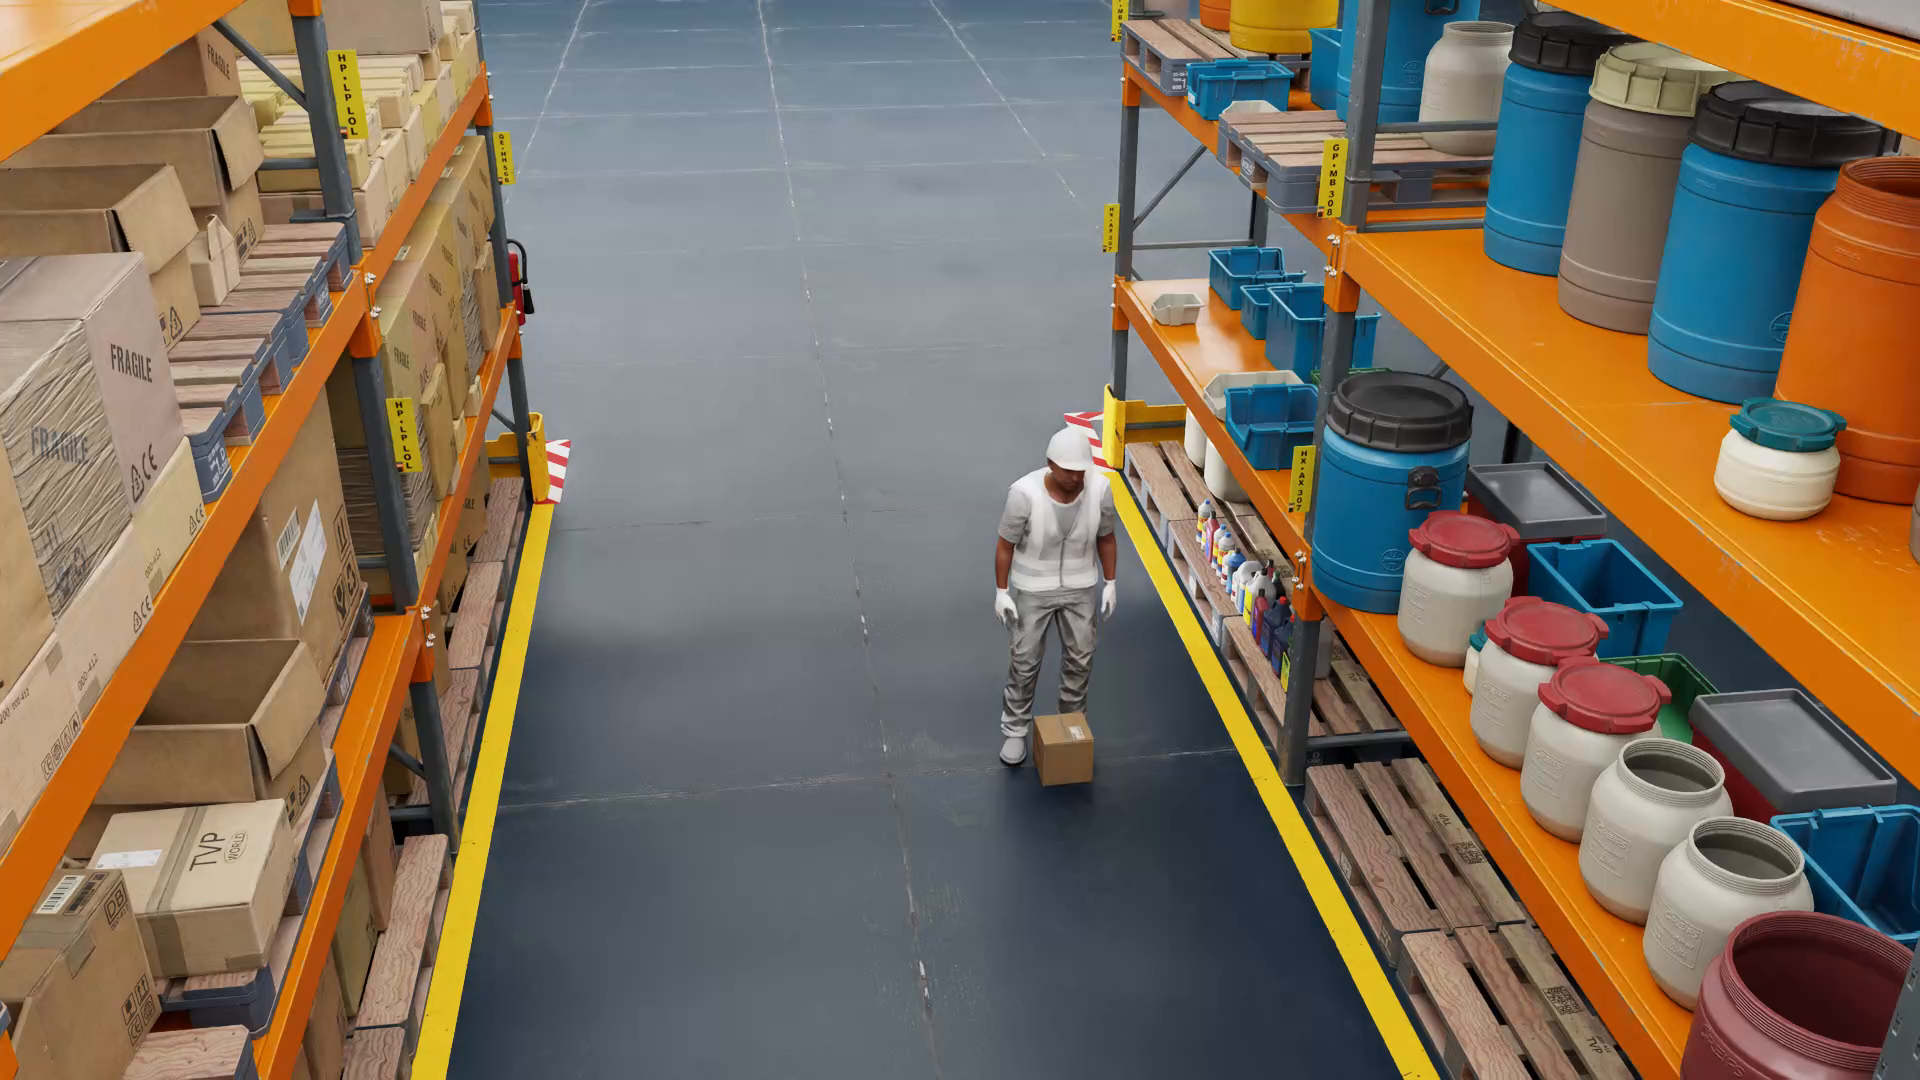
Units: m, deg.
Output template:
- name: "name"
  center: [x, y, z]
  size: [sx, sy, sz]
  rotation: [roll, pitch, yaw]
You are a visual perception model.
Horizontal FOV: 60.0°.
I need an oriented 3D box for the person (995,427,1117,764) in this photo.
- name: "person"
  center: [0.470, 0.256, 8.104]
  size: [0.618, 1.771, 0.451]
  rotation: [-5, 27, -10]
